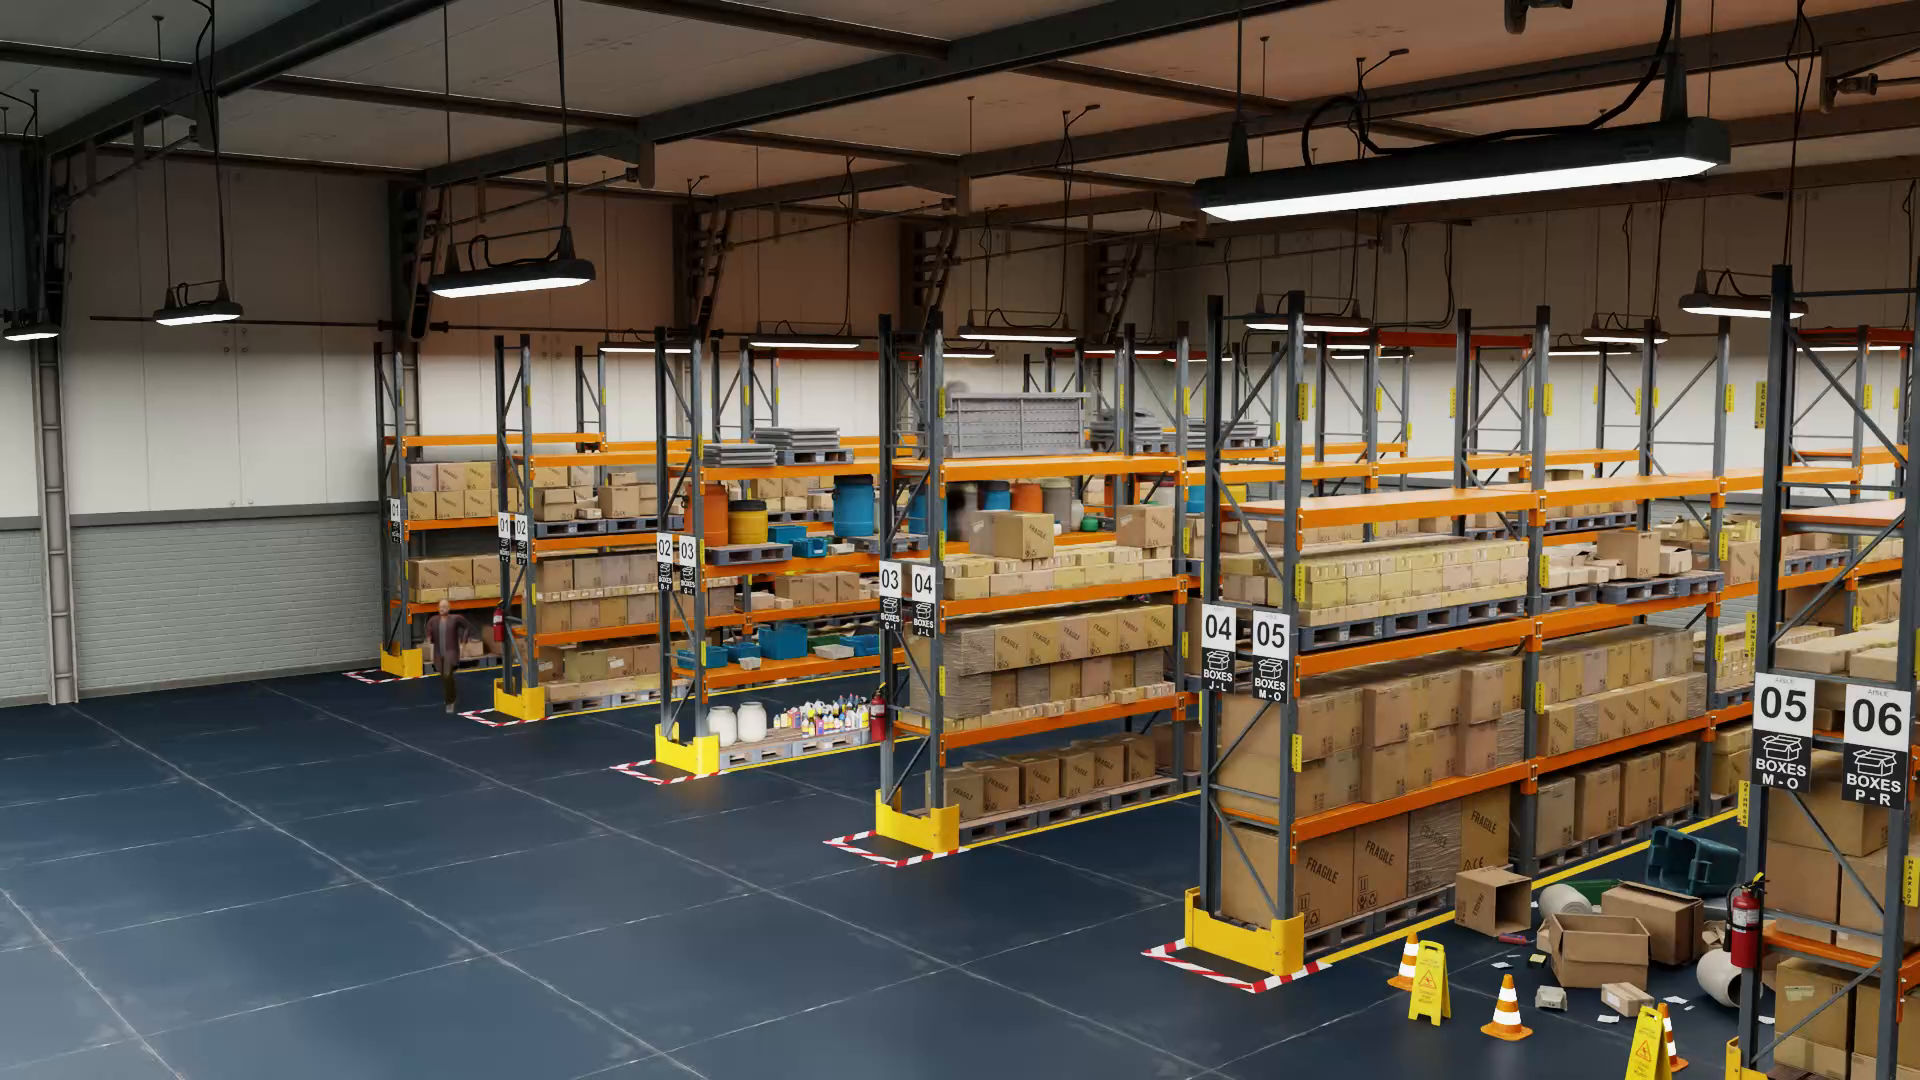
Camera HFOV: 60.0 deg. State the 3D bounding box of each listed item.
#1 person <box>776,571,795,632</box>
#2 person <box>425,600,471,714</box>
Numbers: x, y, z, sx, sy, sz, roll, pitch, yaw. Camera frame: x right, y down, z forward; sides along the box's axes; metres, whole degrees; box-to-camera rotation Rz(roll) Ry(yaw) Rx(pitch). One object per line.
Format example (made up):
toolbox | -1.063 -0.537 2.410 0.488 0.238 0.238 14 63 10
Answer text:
person | -3.257 1.413 31.877 0.598 1.726 0.702 -4 6 -35
person | -8.249 1.868 26.691 0.654 1.846 0.877 1 5 10
